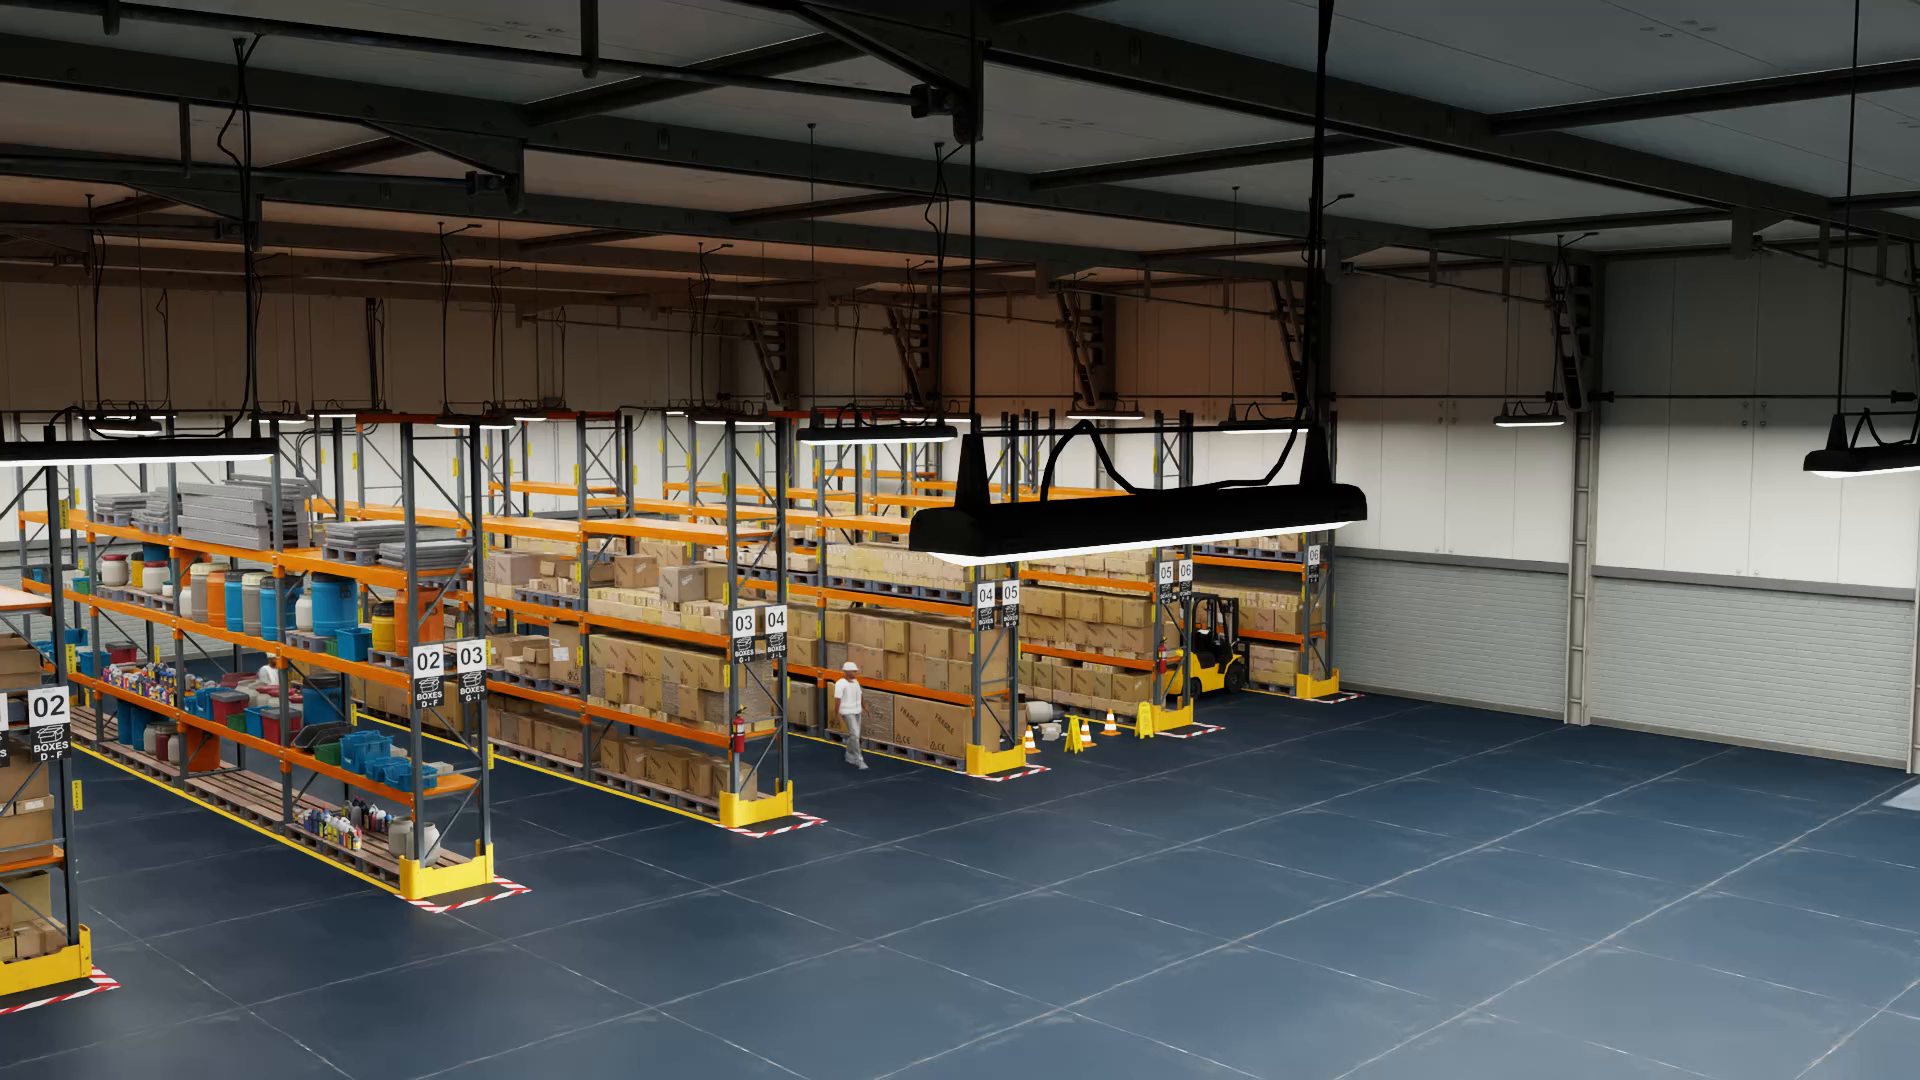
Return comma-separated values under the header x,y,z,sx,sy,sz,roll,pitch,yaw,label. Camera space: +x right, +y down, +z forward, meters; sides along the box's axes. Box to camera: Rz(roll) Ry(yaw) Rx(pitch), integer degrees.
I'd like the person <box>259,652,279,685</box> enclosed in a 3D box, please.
x,y,z,sx,sy,sz,roll,pitch,yaw,label
-12.319,2.836,29.946,0.528,1.721,0.995,-4,6,-36,person

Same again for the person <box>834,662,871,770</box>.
x,y,z,sx,sy,sz,roll,pitch,yaw,label
-1.754,2.992,28.454,0.684,1.783,0.593,3,6,33,person
